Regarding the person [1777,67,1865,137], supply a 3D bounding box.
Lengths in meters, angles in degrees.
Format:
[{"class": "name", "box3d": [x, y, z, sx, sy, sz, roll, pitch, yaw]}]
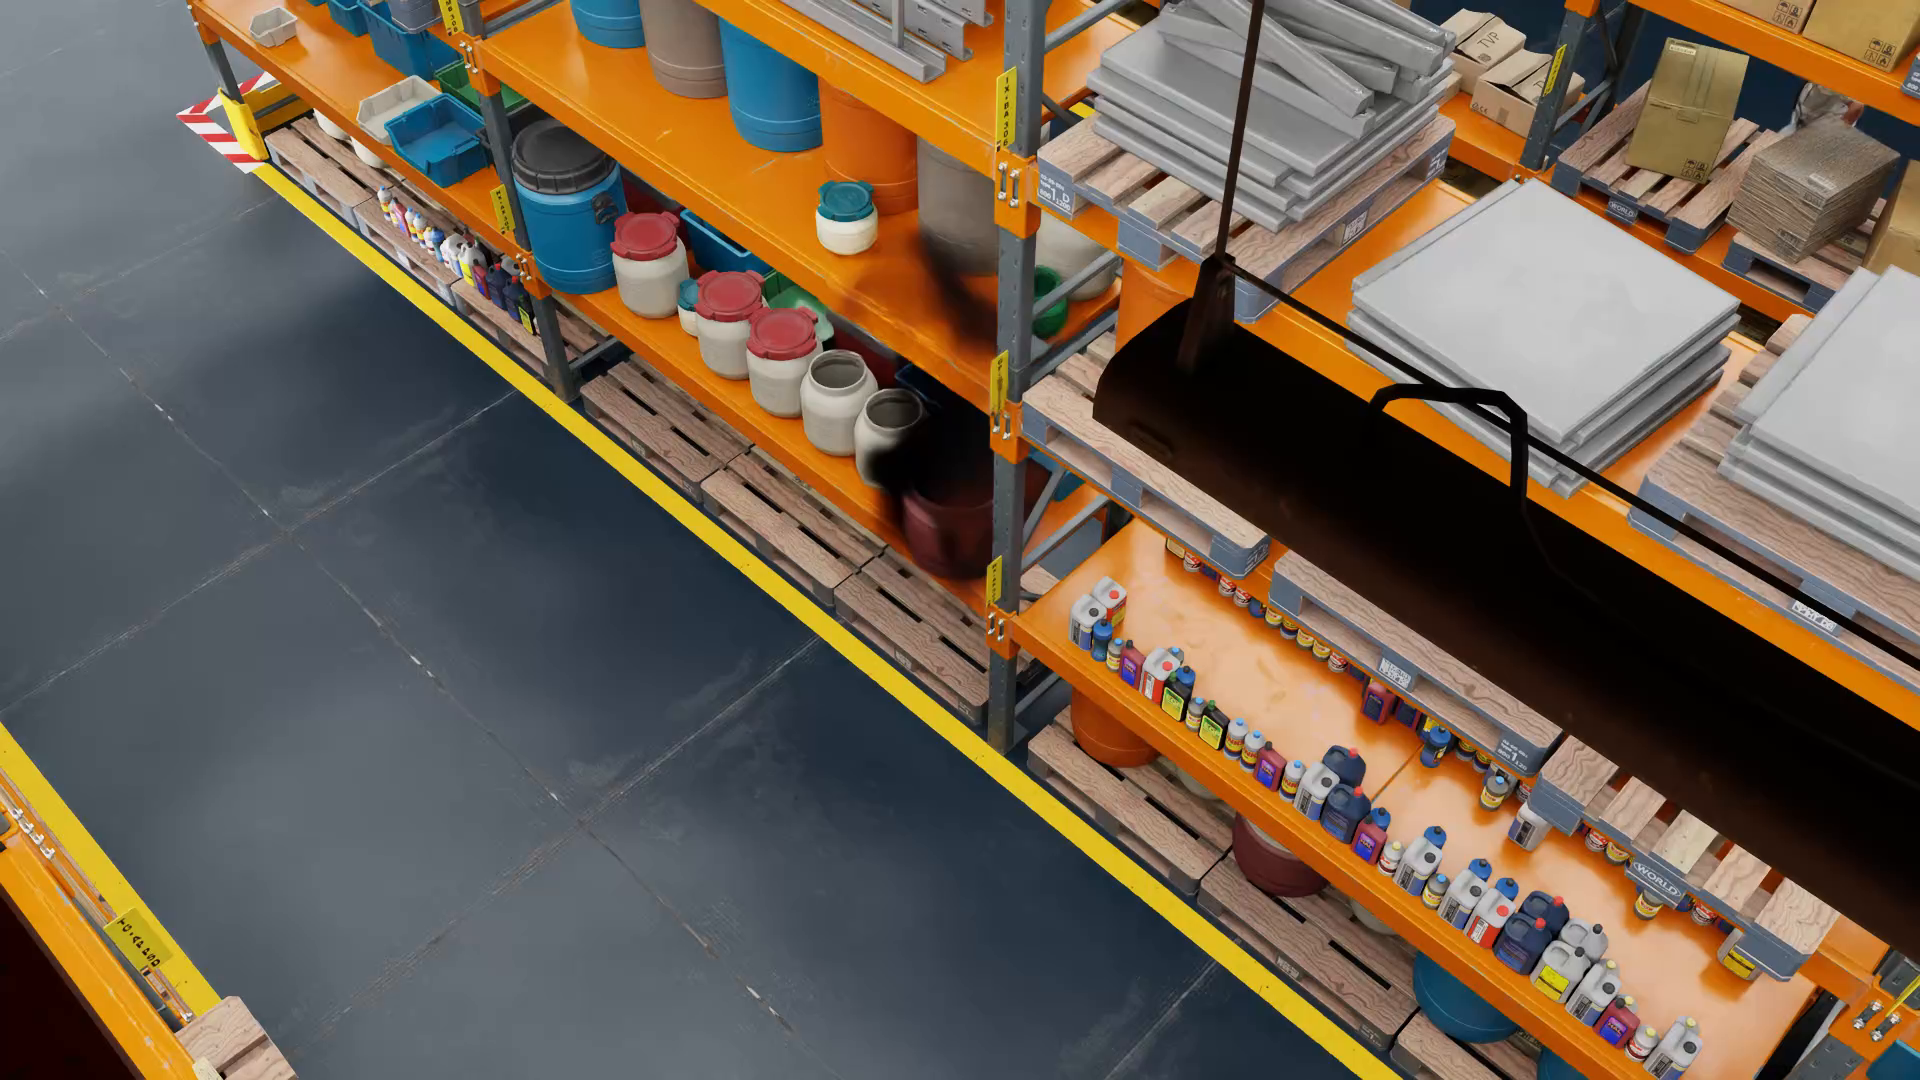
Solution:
[{"class": "person", "box3d": [6.010, -2.898, 11.683, 0.609, 1.837, 0.832, -33, 57, -25]}]
